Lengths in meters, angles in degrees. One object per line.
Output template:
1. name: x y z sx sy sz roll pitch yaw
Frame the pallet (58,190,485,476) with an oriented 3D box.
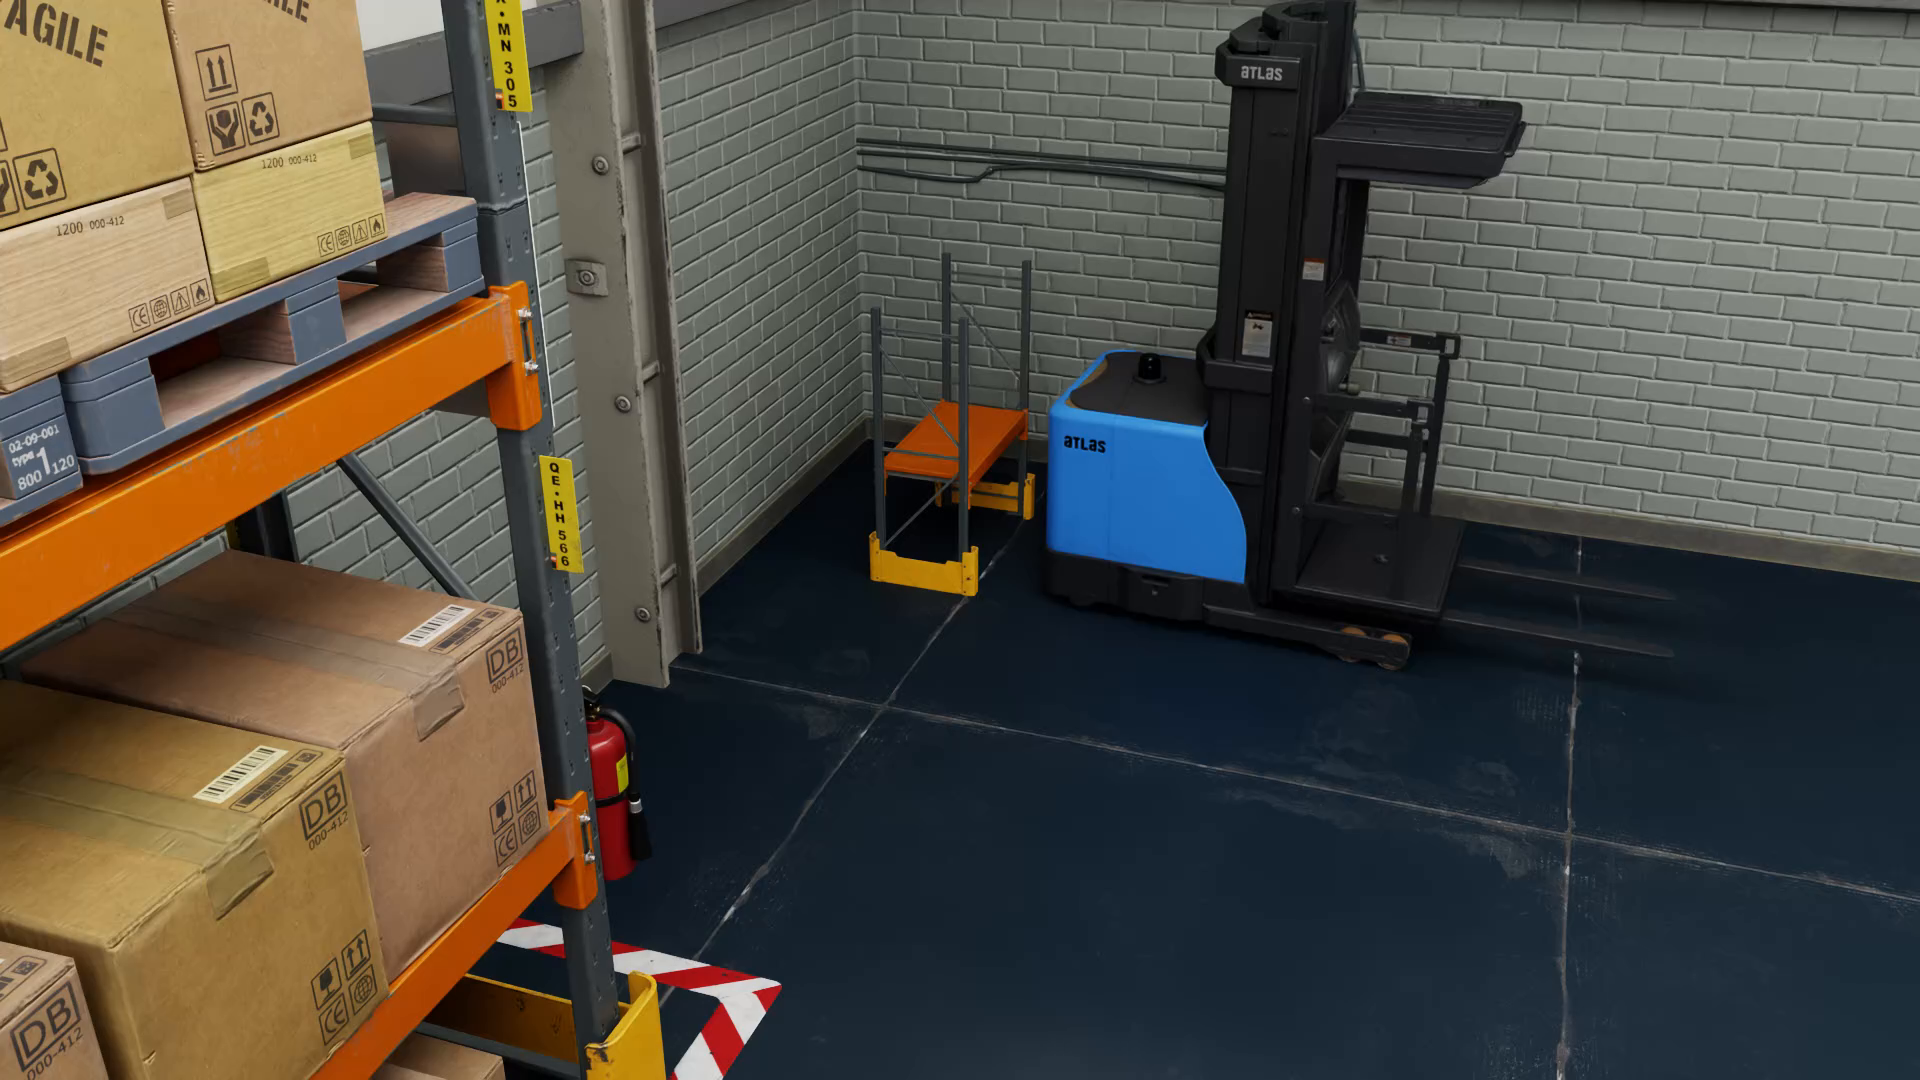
1. pallet: -1.787 -0.525 3.552 1.003 0.211 1.213 9 27 17

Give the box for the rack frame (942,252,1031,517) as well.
1. rack frame: 0.141 -0.849 9.282 0.500 1.500 0.032 9 27 17

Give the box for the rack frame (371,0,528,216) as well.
1. rack frame: -1.550 -2.222 3.512 1.000 3.000 0.127 9 27 17

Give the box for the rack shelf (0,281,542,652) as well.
1. rack shelf: -2.216 0.274 2.625 1.077 0.370 4.000 9 27 17

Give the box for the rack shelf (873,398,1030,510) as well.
1. rack shelf: -0.028 -0.478 8.929 0.538 0.185 1.000 9 27 17

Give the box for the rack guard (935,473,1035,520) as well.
1. rack guard: 0.140 -0.286 9.554 0.587 0.250 0.087 9 27 17

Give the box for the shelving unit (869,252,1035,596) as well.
1. shelving unit: -0.025 -0.644 8.858 0.587 1.500 1.083 9 27 17

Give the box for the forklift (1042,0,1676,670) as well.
1. forklift: 1.992 -0.960 7.870 3.031 2.935 1.130 10 28 19

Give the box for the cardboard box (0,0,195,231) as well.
1. cardboard box: -1.713 -0.831 2.797 0.500 0.500 0.500 10 27 19

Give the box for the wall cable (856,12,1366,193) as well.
1. wall cable: 0.669 -3.096 8.882 3.097 2.526 0.112 9 27 17

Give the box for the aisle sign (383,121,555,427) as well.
1. aisle sign: -1.243 -0.678 4.224 0.394 0.787 0.004 9 27 17

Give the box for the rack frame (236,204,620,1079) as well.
1. rack frame: -1.550 0.479 4.819 1.000 3.000 0.127 9 27 17

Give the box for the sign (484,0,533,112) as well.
1. sign: -1.043 -1.150 3.816 0.100 0.325 0.005 9 27 17

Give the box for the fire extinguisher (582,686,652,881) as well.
1. fire extinguisher: -1.065 0.686 4.907 0.296 0.674 0.183 9 27 17

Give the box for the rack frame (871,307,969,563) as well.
1. rack frame: -0.198 -0.431 8.419 0.500 1.500 0.032 9 27 17

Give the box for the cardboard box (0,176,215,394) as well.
1. cardboard box: -1.716 -0.485 2.942 0.500 0.250 0.500 8 27 15

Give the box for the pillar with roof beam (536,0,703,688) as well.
1. pillar with roof beam: 2.592 -2.832 4.773 9.100 9.000 0.400 9 27 17

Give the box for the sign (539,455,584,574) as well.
1. sign: -1.043 -0.065 4.341 0.100 0.325 0.005 9 27 17

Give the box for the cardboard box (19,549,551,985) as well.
1. cardboard box: -1.710 0.555 4.318 0.980 0.700 0.700 10 28 20

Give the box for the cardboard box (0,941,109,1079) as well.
1. cardboard box: -2.204 1.167 3.053 0.980 0.700 0.700 7 27 15

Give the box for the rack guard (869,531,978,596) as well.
1. rack guard: -0.191 0.123 8.708 0.587 0.250 0.087 9 27 17

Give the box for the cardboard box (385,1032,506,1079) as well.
1. cardboard box: -1.689 1.717 4.649 0.700 0.500 0.500 9 27 17

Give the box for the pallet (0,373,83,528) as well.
1. pallet: -2.191 -0.022 2.513 1.003 0.211 1.213 9 27 17

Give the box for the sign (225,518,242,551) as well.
1. sign: -2.071 -0.030 4.785 0.100 0.325 0.005 9 27 17

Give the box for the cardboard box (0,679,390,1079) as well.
1. cardboard box: -1.942 0.855 3.697 0.980 0.700 0.700 9 27 17

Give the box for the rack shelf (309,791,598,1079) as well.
1. rack shelf: -2.216 1.624 3.279 1.077 0.370 4.000 9 27 17

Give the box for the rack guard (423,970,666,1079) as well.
1. rack guard: -1.542 1.594 5.385 1.175 0.500 0.348 9 27 17

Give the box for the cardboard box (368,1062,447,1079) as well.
1. cardboard box: -1.560 1.504 4.344 0.380 0.149 0.250 8 27 17

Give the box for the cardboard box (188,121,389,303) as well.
1. cardboard box: -1.544 -0.699 3.384 0.500 0.250 0.500 10 27 19

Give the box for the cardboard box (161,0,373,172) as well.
1. cardboard box: -1.536 -1.035 3.219 0.500 0.500 0.500 9 27 17
